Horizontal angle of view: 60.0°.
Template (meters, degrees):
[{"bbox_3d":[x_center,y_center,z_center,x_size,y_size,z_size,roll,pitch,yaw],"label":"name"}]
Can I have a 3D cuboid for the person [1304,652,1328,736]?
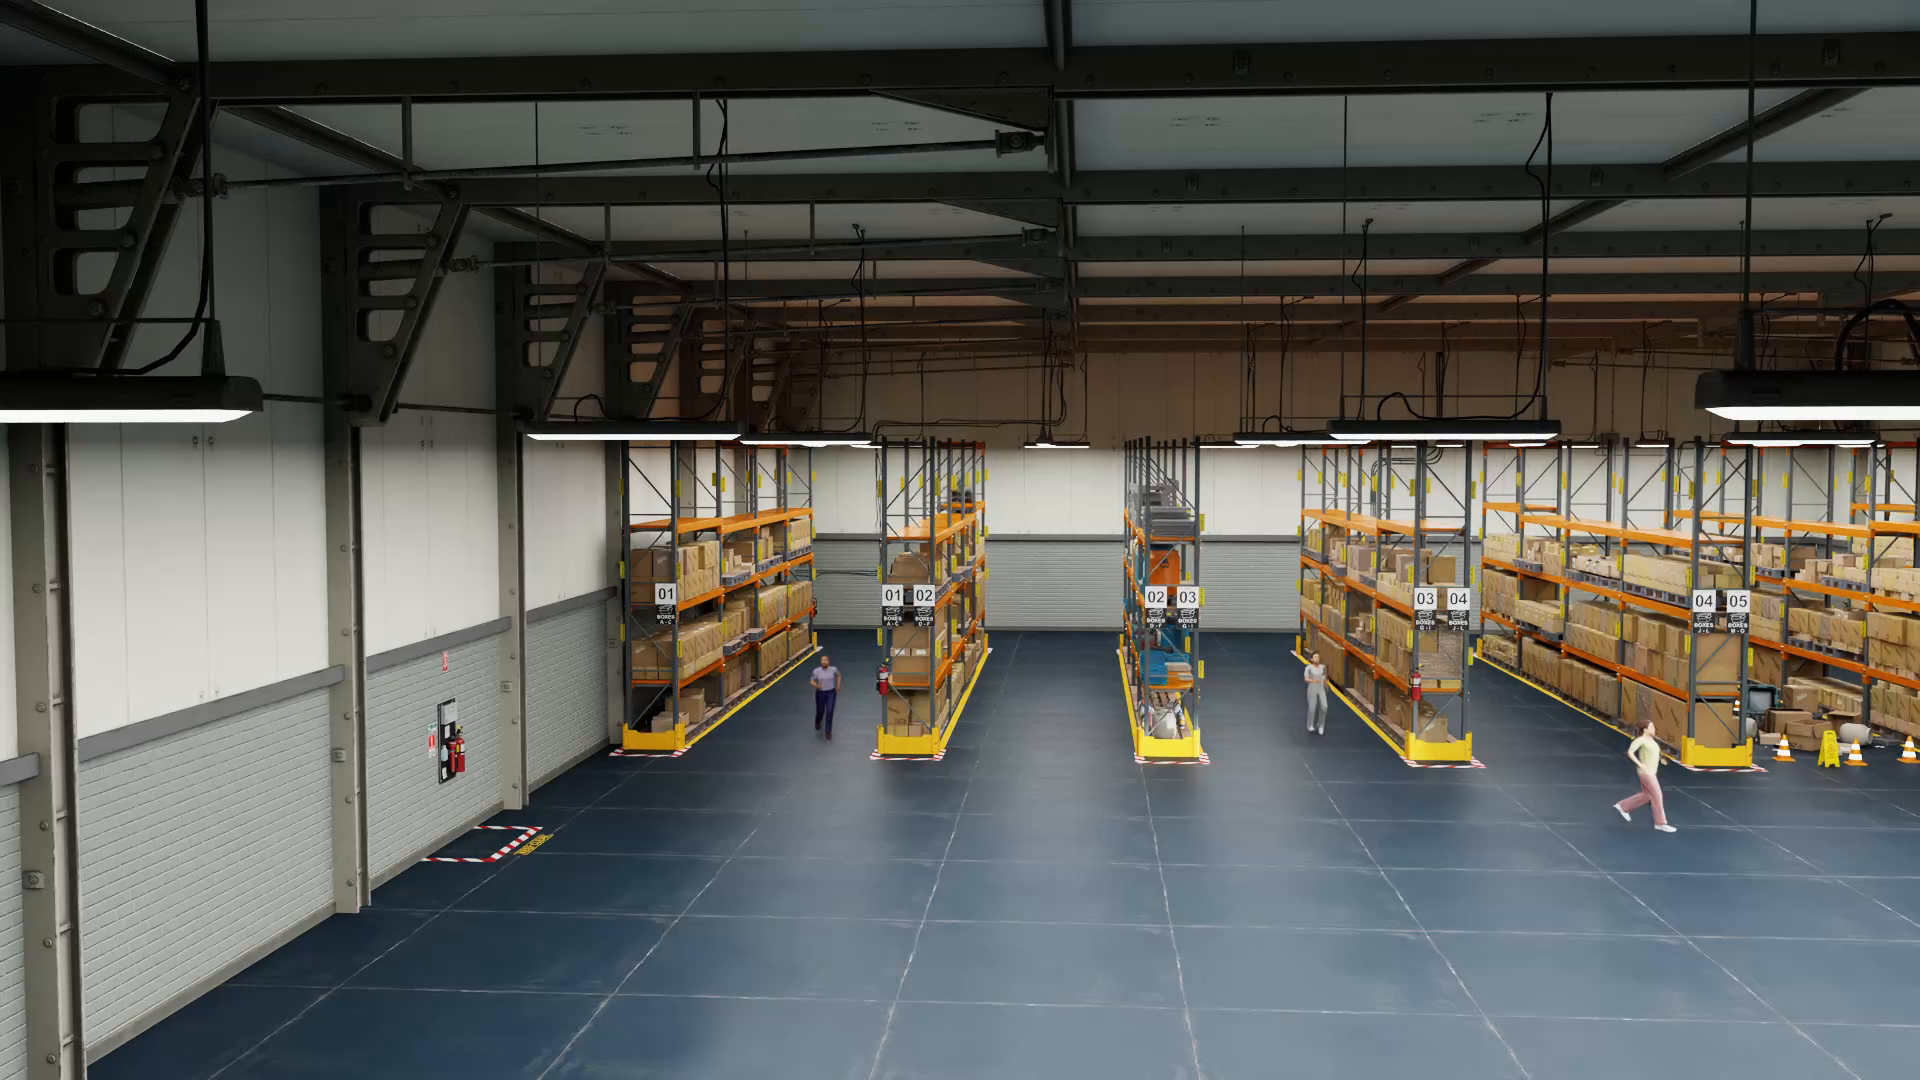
[{"bbox_3d":[7.202,3.092,33.573,0.533,1.685,0.699,0,3,-5],"label":"person"}]

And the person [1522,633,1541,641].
[{"bbox_3d":[16.363,2.309,47.456,0.790,1.852,0.646,0,3,7],"label":"person"}]

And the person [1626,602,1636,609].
[{"bbox_3d":[19.067,2.326,47.404,0.564,1.723,0.706,1,3,10],"label":"person"}]

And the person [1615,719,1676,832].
[{"bbox_3d":[10.359,3.528,25.119,0.914,1.656,0.589,2,4,39],"label":"person"}]

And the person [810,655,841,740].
[{"bbox_3d":[-2.692,3.133,33.364,0.615,1.645,0.914,0,3,-6],"label":"person"}]
